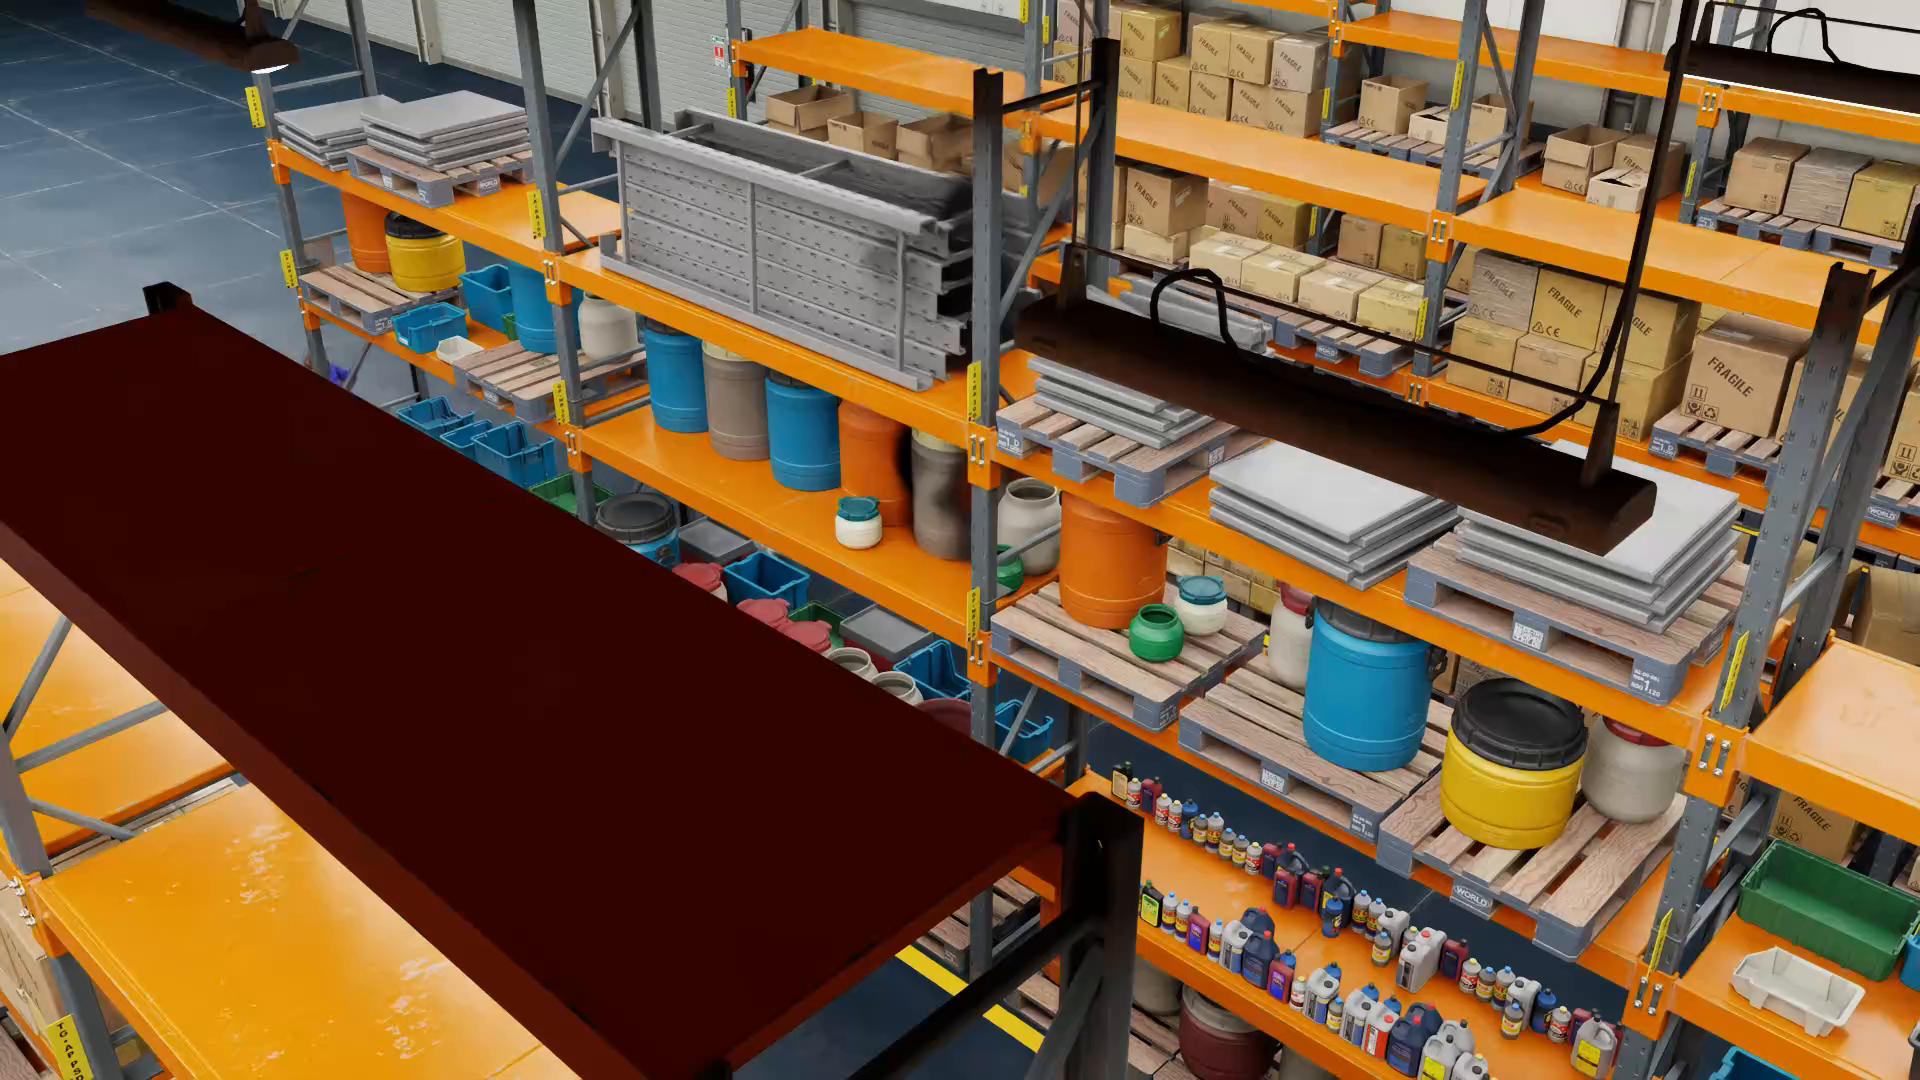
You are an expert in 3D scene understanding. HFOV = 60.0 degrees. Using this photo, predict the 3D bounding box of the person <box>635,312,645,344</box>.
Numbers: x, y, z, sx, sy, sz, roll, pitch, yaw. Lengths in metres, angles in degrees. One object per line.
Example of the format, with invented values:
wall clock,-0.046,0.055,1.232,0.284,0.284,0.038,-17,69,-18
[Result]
person,-3.915,-2.826,19.489,0.663,1.751,0.691,-10,31,-17

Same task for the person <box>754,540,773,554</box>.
person,-2.045,-0.349,15.207,0.593,1.643,0.603,17,33,27

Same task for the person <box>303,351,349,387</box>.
person,-6.297,-1.152,16.745,0.585,1.504,0.618,-3,30,-6
